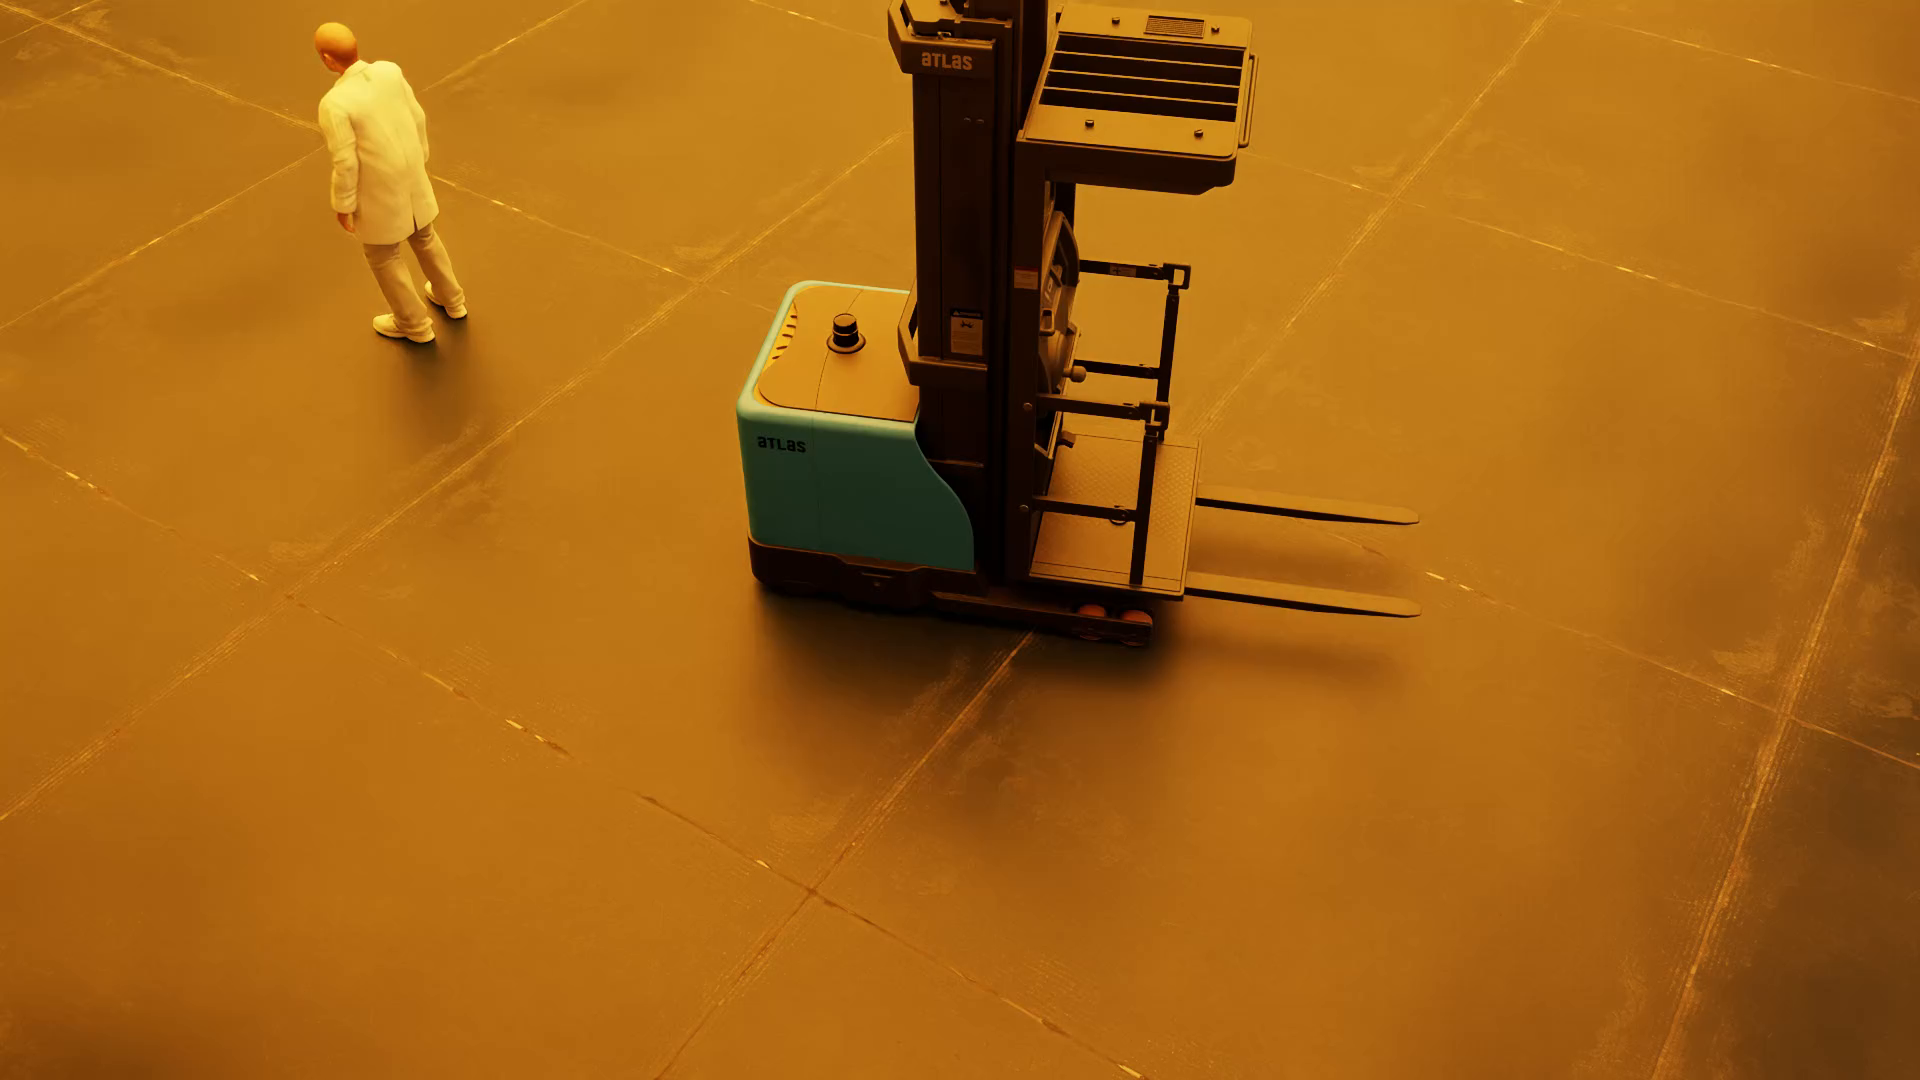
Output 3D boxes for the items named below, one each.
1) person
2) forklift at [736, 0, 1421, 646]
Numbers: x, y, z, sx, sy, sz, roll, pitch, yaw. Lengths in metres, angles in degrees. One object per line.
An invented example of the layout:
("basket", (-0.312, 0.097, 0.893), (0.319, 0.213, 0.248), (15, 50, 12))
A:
("person", (-2.988, -1.841, 8.631), (0.425, 1.775, 0.656), (21, 48, 21))
("forklift", (0.598, -0.987, 6.890), (3.031, 2.935, 1.130), (7, 44, 8))
